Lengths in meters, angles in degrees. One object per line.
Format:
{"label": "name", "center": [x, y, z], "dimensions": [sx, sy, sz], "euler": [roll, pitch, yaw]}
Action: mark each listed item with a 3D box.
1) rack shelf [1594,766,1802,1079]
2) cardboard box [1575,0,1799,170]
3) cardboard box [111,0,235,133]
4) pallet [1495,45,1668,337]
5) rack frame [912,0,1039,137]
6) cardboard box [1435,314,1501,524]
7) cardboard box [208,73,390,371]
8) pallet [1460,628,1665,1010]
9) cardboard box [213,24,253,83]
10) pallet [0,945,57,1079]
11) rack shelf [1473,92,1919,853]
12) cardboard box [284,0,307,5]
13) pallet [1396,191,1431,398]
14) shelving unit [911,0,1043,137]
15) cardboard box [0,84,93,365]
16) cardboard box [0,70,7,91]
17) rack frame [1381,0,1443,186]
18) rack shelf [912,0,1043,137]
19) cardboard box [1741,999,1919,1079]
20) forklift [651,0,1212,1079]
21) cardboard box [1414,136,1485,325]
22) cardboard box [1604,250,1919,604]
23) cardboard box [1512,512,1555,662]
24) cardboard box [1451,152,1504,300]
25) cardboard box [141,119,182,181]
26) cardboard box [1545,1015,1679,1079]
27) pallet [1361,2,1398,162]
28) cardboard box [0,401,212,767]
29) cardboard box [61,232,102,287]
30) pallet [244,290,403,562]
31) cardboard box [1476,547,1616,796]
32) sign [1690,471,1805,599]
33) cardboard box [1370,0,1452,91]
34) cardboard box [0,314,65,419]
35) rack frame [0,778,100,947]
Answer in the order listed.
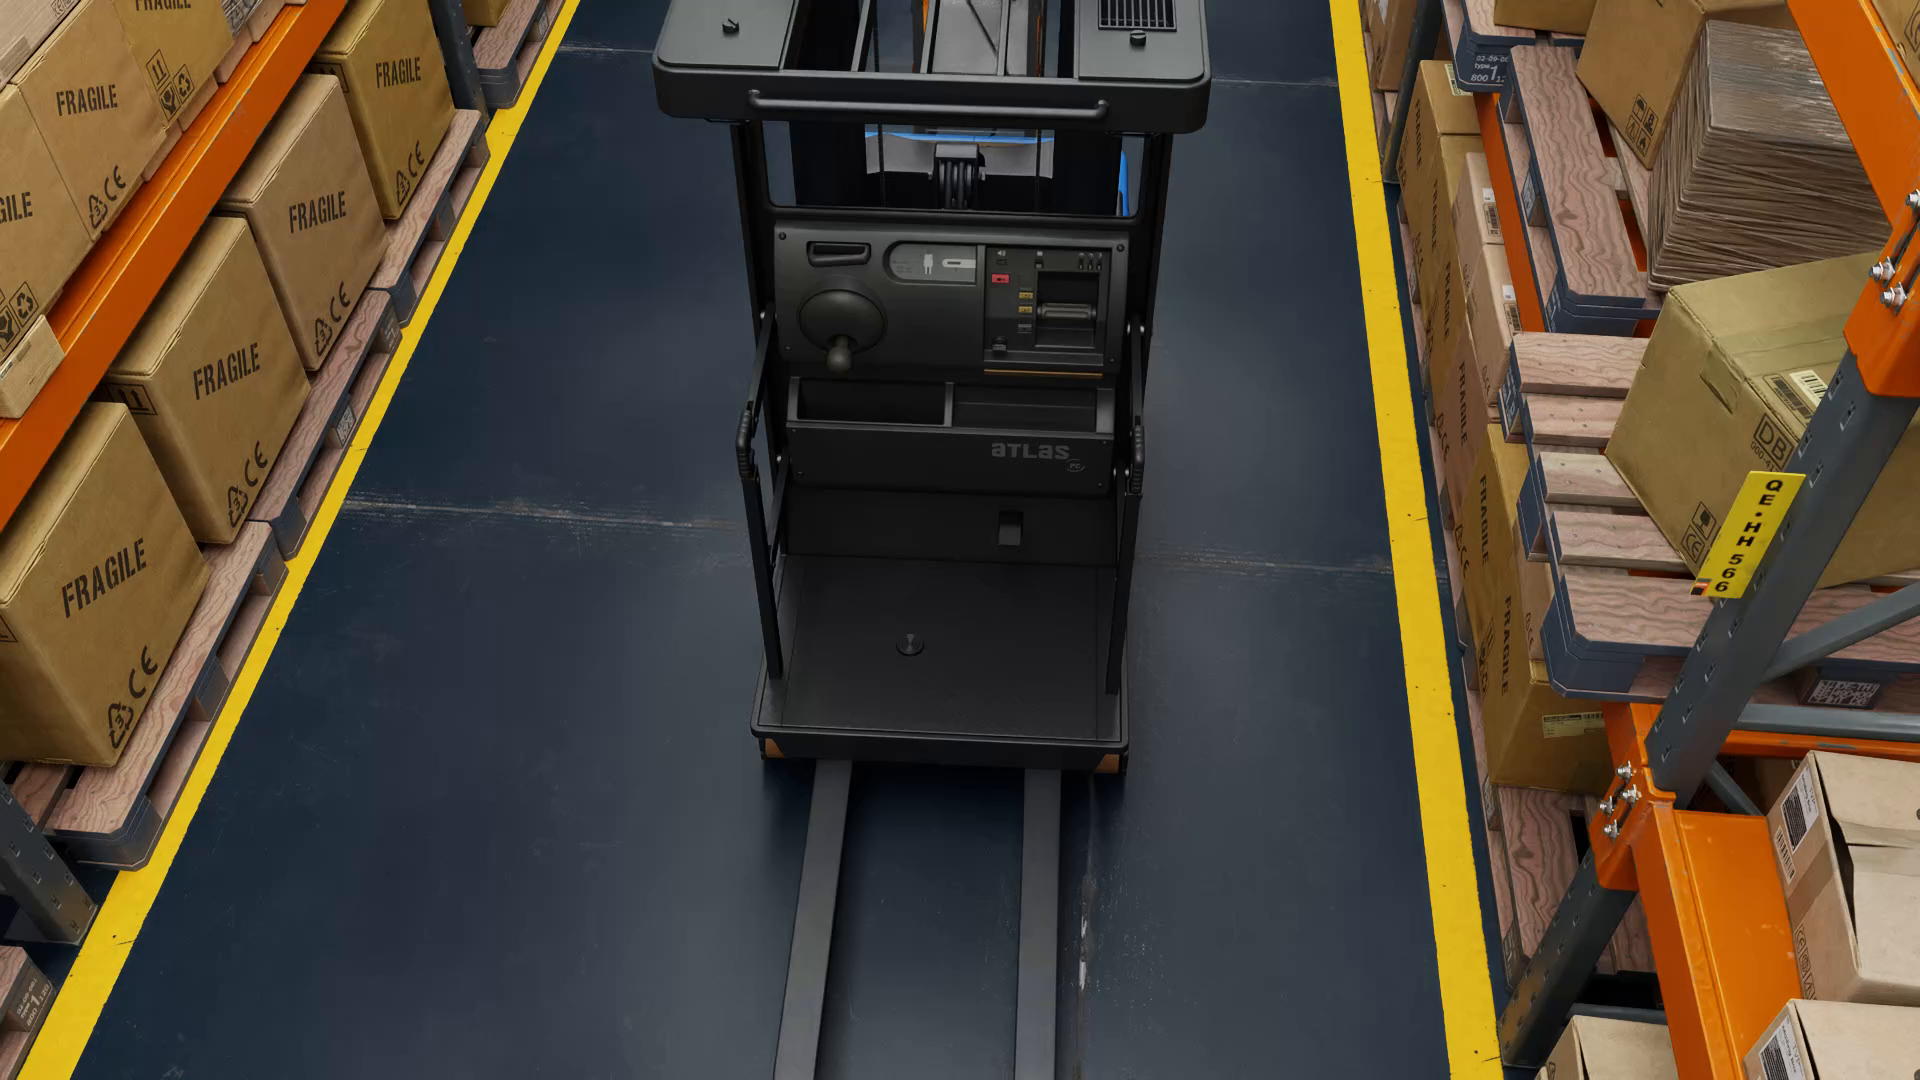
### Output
{"label": "rack shelf", "center": [1.774, 2.101, 2.283], "dimensions": [1.077, 0.370, 4.000], "euler": [4, 48, 4]}
{"label": "cardboard box", "center": [2.222, -1.424, 4.667], "dimensions": [0.700, 0.500, 0.500], "euler": [-7, 48, -6]}
{"label": "cardboard box", "center": [-2.535, -1.554, 4.856], "dimensions": [0.500, 0.500, 0.500], "euler": [5, 48, 5]}
{"label": "pallet", "center": [2.129, -0.976, 4.740], "dimensions": [1.003, 0.211, 1.213], "euler": [4, 48, 4]}
{"label": "rack frame", "center": [0.050, -1.378, 5.587], "dimensions": [0.400, 2.100, 0.015], "euler": [2, 48, 2]}
{"label": "cardboard box", "center": [1.897, -0.385, 5.466], "dimensions": [0.500, 0.500, 0.500], "euler": [2, 48, 2]}
{"label": "cardboard box", "center": [-2.620, -1.157, 5.948], "dimensions": [0.750, 0.750, 0.750], "euler": [5, 48, 5]}
{"label": "pallet", "center": [2.062, 0.784, 4.890], "dimensions": [1.003, 0.211, 1.213], "euler": [4, 48, 4]}
{"label": "cardboard box", "center": [-2.520, -1.605, 5.342], "dimensions": [0.380, 0.149, 0.250], "euler": [3, 48, 2]}
{"label": "pallet", "center": [-3.049, 1.574, 4.168], "dimensions": [1.003, 0.211, 1.213], "euler": [4, 48, 4]}
{"label": "rack shelf", "center": [2.139, -0.838, 4.971], "dimensions": [1.077, 0.370, 4.000], "euler": [4, 48, 4]}
{"label": "cardboard box", "center": [-2.395, -1.963, 5.669], "dimensions": [0.380, 0.149, 0.250], "euler": [4, 48, 4]}
{"label": "pallet", "center": [2.285, -1.009, 6.530], "dimensions": [1.003, 0.211, 1.213], "euler": [4, 48, 4]}
{"label": "shelving unit", "center": [0.063, -1.558, 5.752], "dimensions": [0.431, 2.100, 0.503], "euler": [2, 48, 2]}
{"label": "cardboard box", "center": [-2.621, -0.806, 4.172], "dimensions": [0.500, 0.500, 0.500], "euler": [5, 48, 5]}
{"label": "cardboard box", "center": [-2.630, -1.047, 3.884], "dimensions": [0.500, 0.250, 0.500], "euler": [3, 48, 3]}
{"label": "rack frame", "center": [2.321, -2.551, 6.050], "dimensions": [1.000, 3.000, 0.127], "euler": [4, 48, 4]}
{"label": "rack shelf", "center": [0.063, -1.549, 5.762], "dimensions": [0.431, 0.518, 0.480], "euler": [2, 48, 2]}
{"label": "cardboard box", "center": [1.682, 1.063, 2.805], "dimensions": [0.500, 0.311, 0.500], "euler": [3, 48, 3]}
{"label": "forklift", "center": [-0.035, -0.531, 4.249], "dimensions": [1.130, 2.935, 3.031], "euler": [2, 48, 2]}
{"label": "cardboard box", "center": [1.997, -1.124, 6.141], "dimensions": [0.500, 0.500, 0.500], "euler": [4, 48, 4]}
{"label": "cardboard box", "center": [1.902, -0.257, 3.600], "dimensions": [0.700, 0.500, 0.500], "euler": [-11, 48, -10]}
{"label": "cardboard box", "center": [1.809, 0.086, 4.526], "dimensions": [0.500, 0.250, 0.500], "euler": [6, 48, 5]}
{"label": "cardboard box", "center": [1.943, -1.035, 5.551], "dimensions": [0.500, 0.250, 0.500], "euler": [4, 48, 4]}
{"label": "cardboard box", "center": [-2.587, -1.218, 4.988], "dimensions": [0.380, 0.149, 0.250], "euler": [4, 48, 4]}
{"label": "cardboard box", "center": [1.617, 1.351, 3.680], "dimensions": [0.500, 0.311, 0.500], "euler": [5, 48, 5]}
{"label": "pallet", "center": [2.385, -2.114, 7.541], "dimensions": [1.003, 0.211, 1.213], "euler": [4, 48, 4]}
{"label": "cardboard box", "center": [-2.779, 0.111, 4.788], "dimensions": [0.750, 0.750, 0.750], "euler": [3, 48, 3]}
{"label": "cardboard box", "center": [-2.661, -0.849, 4.650], "dimensions": [0.380, 0.149, 0.250], "euler": [5, 48, 4]}
{"label": "pallet", "center": [-2.716, -0.469, 6.036], "dimensions": [1.003, 0.211, 1.213], "euler": [4, 48, 4]}
{"label": "cardboard box", "center": [1.808, 0.381, 4.765], "dimensions": [0.500, 0.500, 0.500], "euler": [6, 48, 5]}
{"label": "sign", "center": [1.415, -0.005, 2.991], "dimensions": [0.100, 0.325, 0.005], "euler": [4, 48, 4]}
{"label": "cardboard box", "center": [2.091, -2.293, 7.210], "dimensions": [0.500, 0.500, 0.500], "euler": [4, 48, 4]}
{"label": "cardboard box", "center": [-2.576, -0.464, 4.298], "dimensions": [0.380, 0.149, 0.250], "euler": [5, 48, 5]}
{"label": "rack frame", "center": [-2.977, 0.058, 3.664], "dimensions": [1.000, 3.000, 0.127], "euler": [4, 48, 4]}
